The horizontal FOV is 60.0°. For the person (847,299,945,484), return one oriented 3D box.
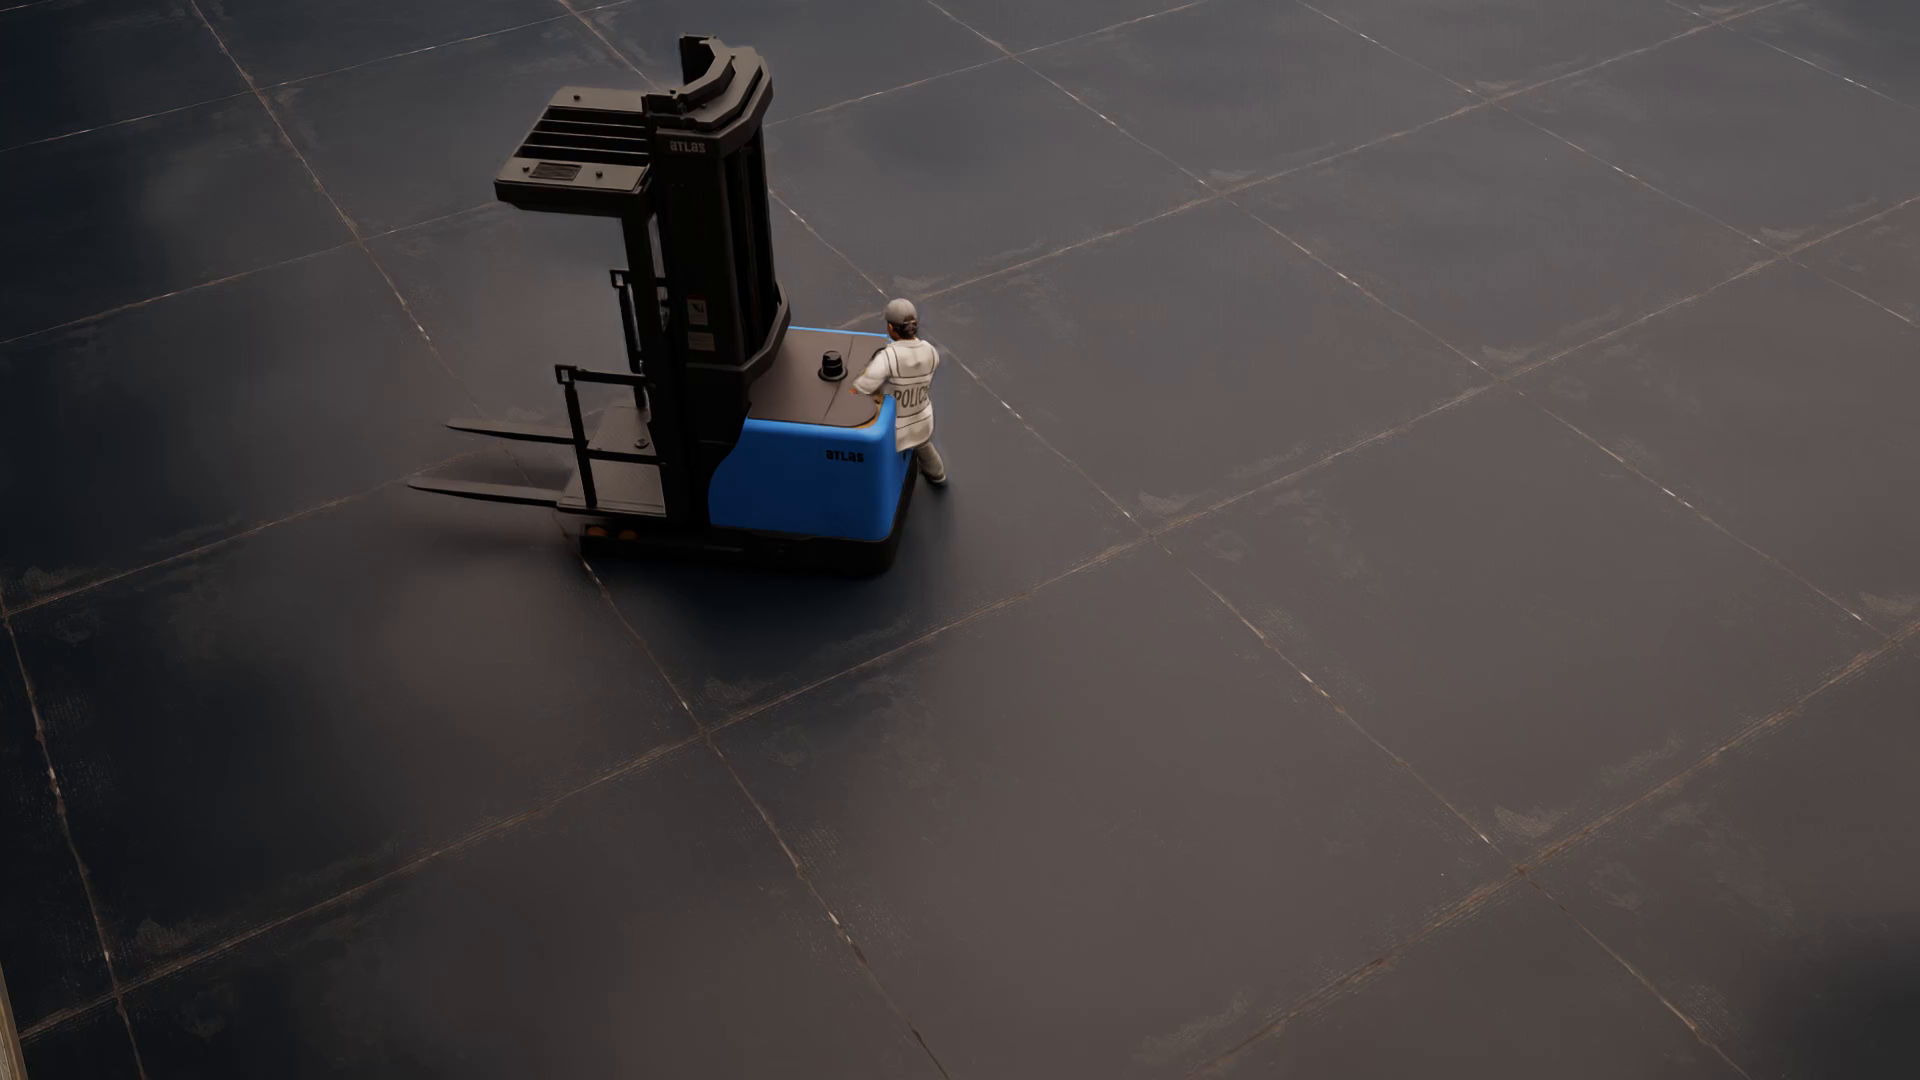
[{"bbox_3d":[-0.440,-0.824,9.861,0.850,1.468,0.744,-27,48,-27],"label":"person"}]

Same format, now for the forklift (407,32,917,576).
[{"bbox_3d":[-1.830,-1.337,9.401,3.031,2.935,1.130,6,41,7],"label":"forklift"}]
